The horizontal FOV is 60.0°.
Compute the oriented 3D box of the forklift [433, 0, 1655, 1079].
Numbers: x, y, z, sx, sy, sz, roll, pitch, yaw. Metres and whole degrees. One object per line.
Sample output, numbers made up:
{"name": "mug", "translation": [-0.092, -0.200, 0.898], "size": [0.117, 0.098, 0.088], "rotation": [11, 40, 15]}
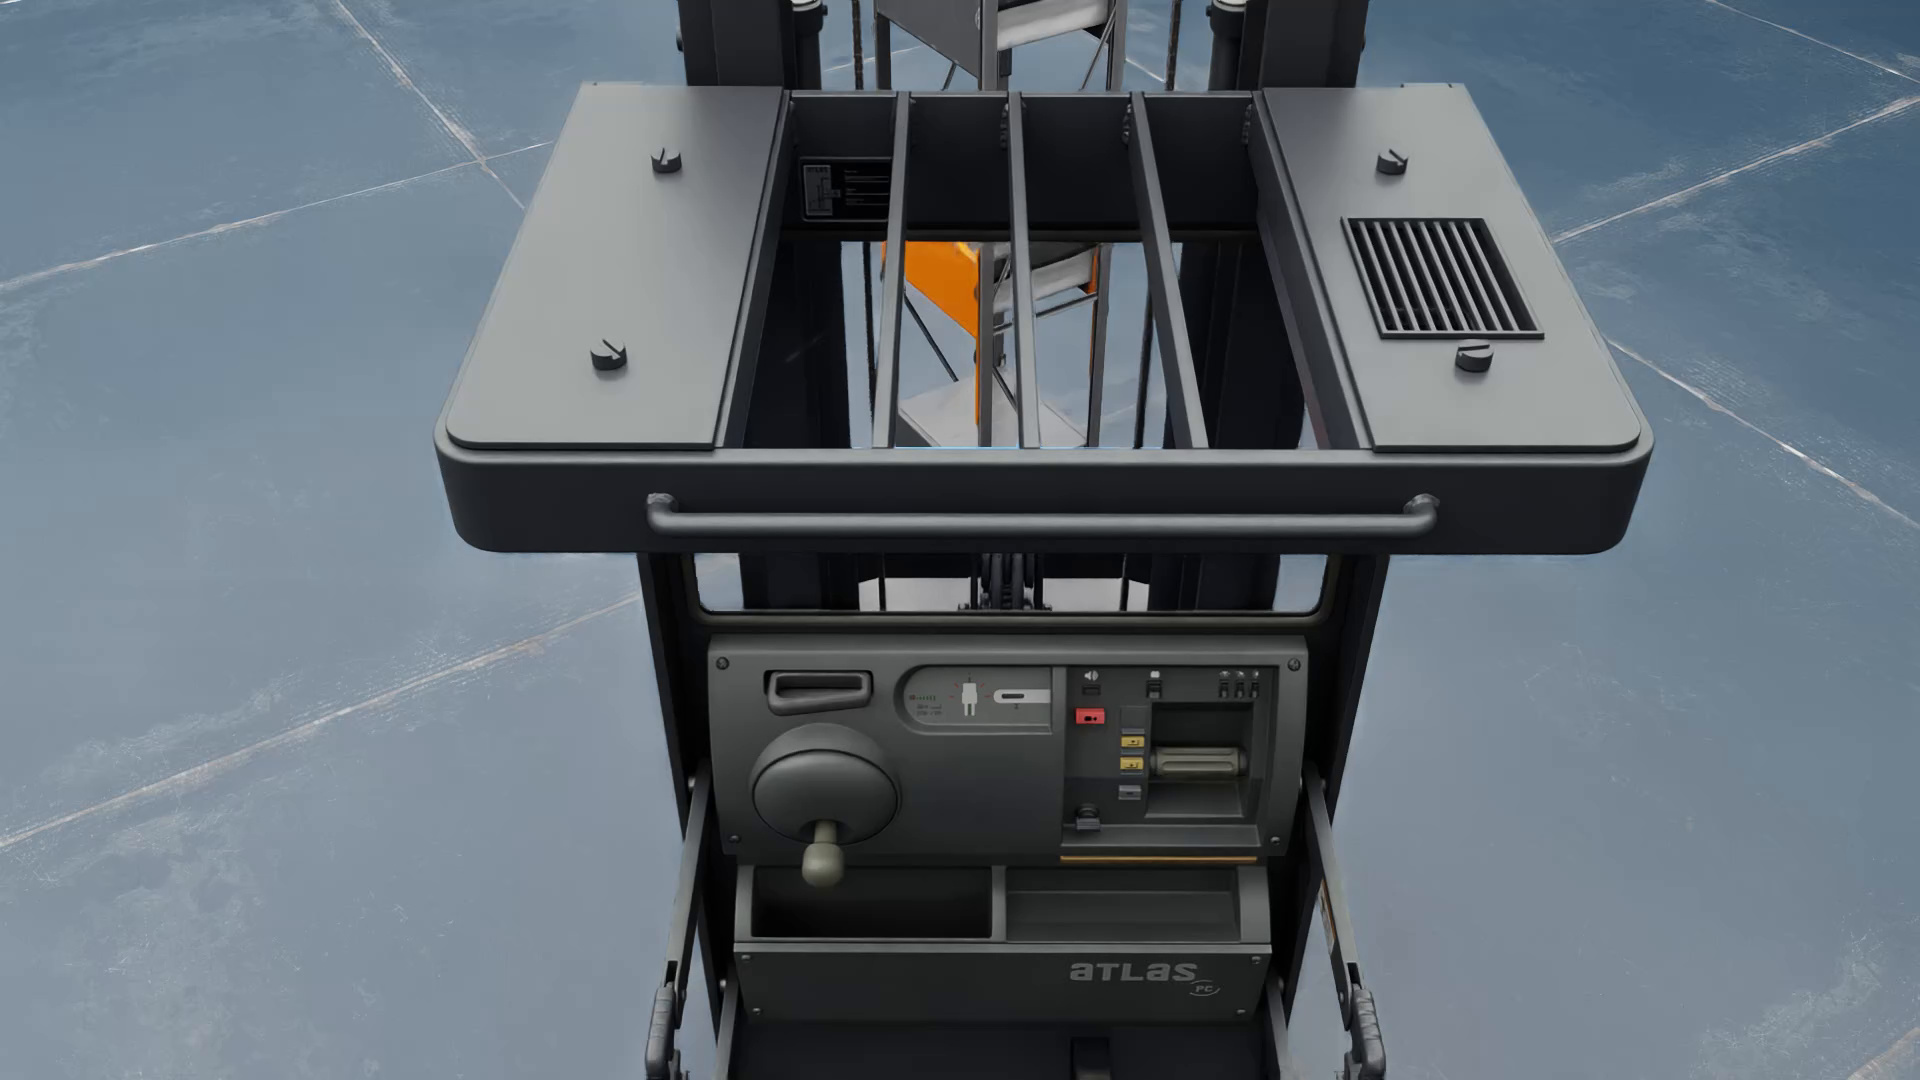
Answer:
{"name": "forklift", "translation": [0.076, 0.424, 2.452], "size": [1.130, 2.935, 3.031], "rotation": [0, 40, 0]}

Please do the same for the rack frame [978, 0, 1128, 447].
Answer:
{"name": "rack frame", "translation": [0.220, -0.586, 4.313], "size": [0.400, 2.100, 0.015], "rotation": [-22, 45, -24]}

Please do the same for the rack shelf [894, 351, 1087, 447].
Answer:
{"name": "rack shelf", "translation": [0.089, -0.169, 4.927], "size": [0.431, 0.518, 0.480], "rotation": [-22, 45, -24]}

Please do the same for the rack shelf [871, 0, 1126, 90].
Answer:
{"name": "rack shelf", "translation": [0.089, -1.245, 4.031], "size": [0.431, 0.518, 0.480], "rotation": [-22, 45, -24]}

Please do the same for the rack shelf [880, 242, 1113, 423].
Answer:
{"name": "rack shelf", "translation": [0.089, -0.707, 4.479], "size": [0.431, 0.518, 0.480], "rotation": [-22, 45, -24]}

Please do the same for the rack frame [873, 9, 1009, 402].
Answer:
{"name": "rack frame", "translation": [-0.042, -0.849, 4.629], "size": [0.400, 2.100, 0.015], "rotation": [-22, 45, -24]}

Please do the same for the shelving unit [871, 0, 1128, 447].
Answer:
{"name": "shelving unit", "translation": [0.089, -0.717, 4.471], "size": [0.431, 2.100, 0.503], "rotation": [-22, 45, -24]}
